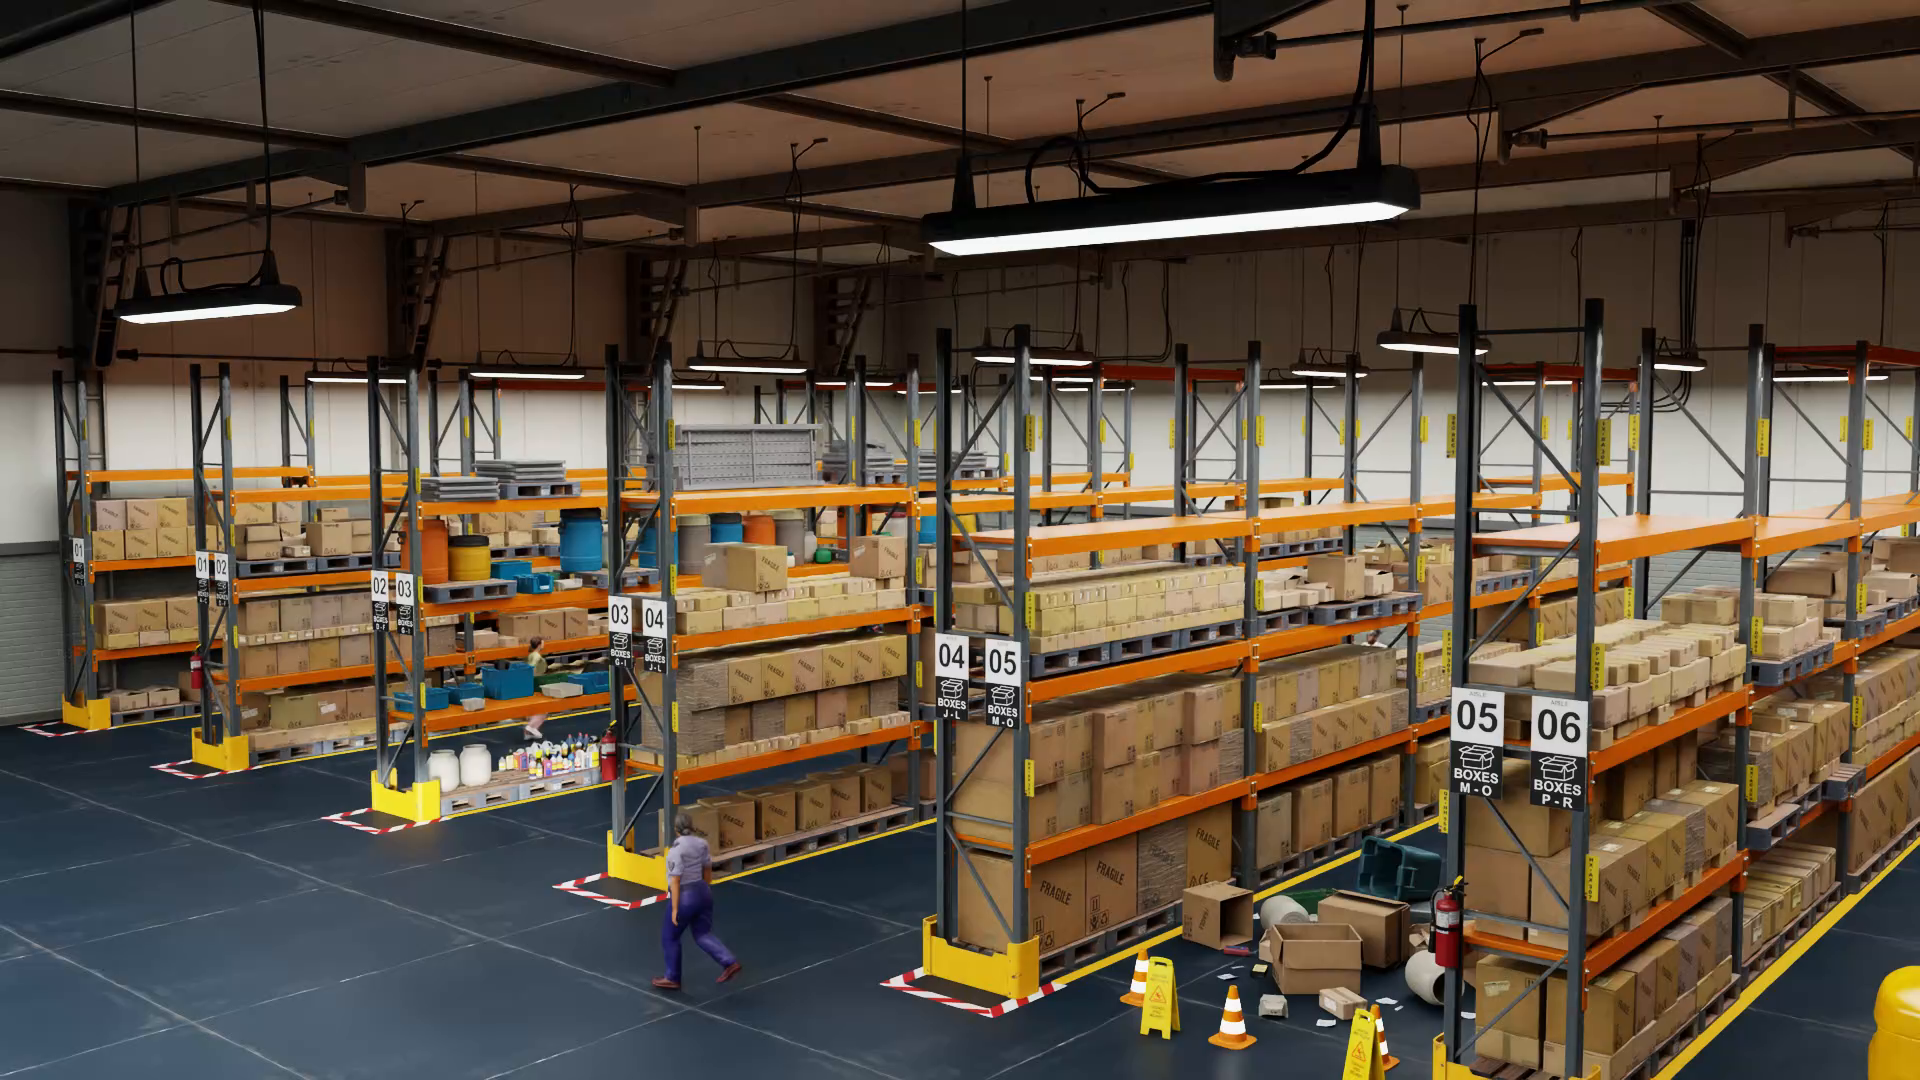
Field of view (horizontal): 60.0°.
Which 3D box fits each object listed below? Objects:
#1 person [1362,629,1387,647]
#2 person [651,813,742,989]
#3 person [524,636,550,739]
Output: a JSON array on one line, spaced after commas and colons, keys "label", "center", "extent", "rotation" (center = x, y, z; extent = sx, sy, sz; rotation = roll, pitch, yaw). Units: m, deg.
[{"label": "person", "center": [6.873, 2.287, 27.828], "extent": [0.648, 1.713, 1.099], "rotation": [3, 5, 37]}, {"label": "person", "center": [-2.394, 3.262, 15.013], "extent": [0.874, 1.609, 0.491], "rotation": [2, 5, 27]}, {"label": "person", "center": [-6.861, 2.384, 26.898], "extent": [0.457, 1.659, 0.502], "rotation": [-3, 5, -37]}]
